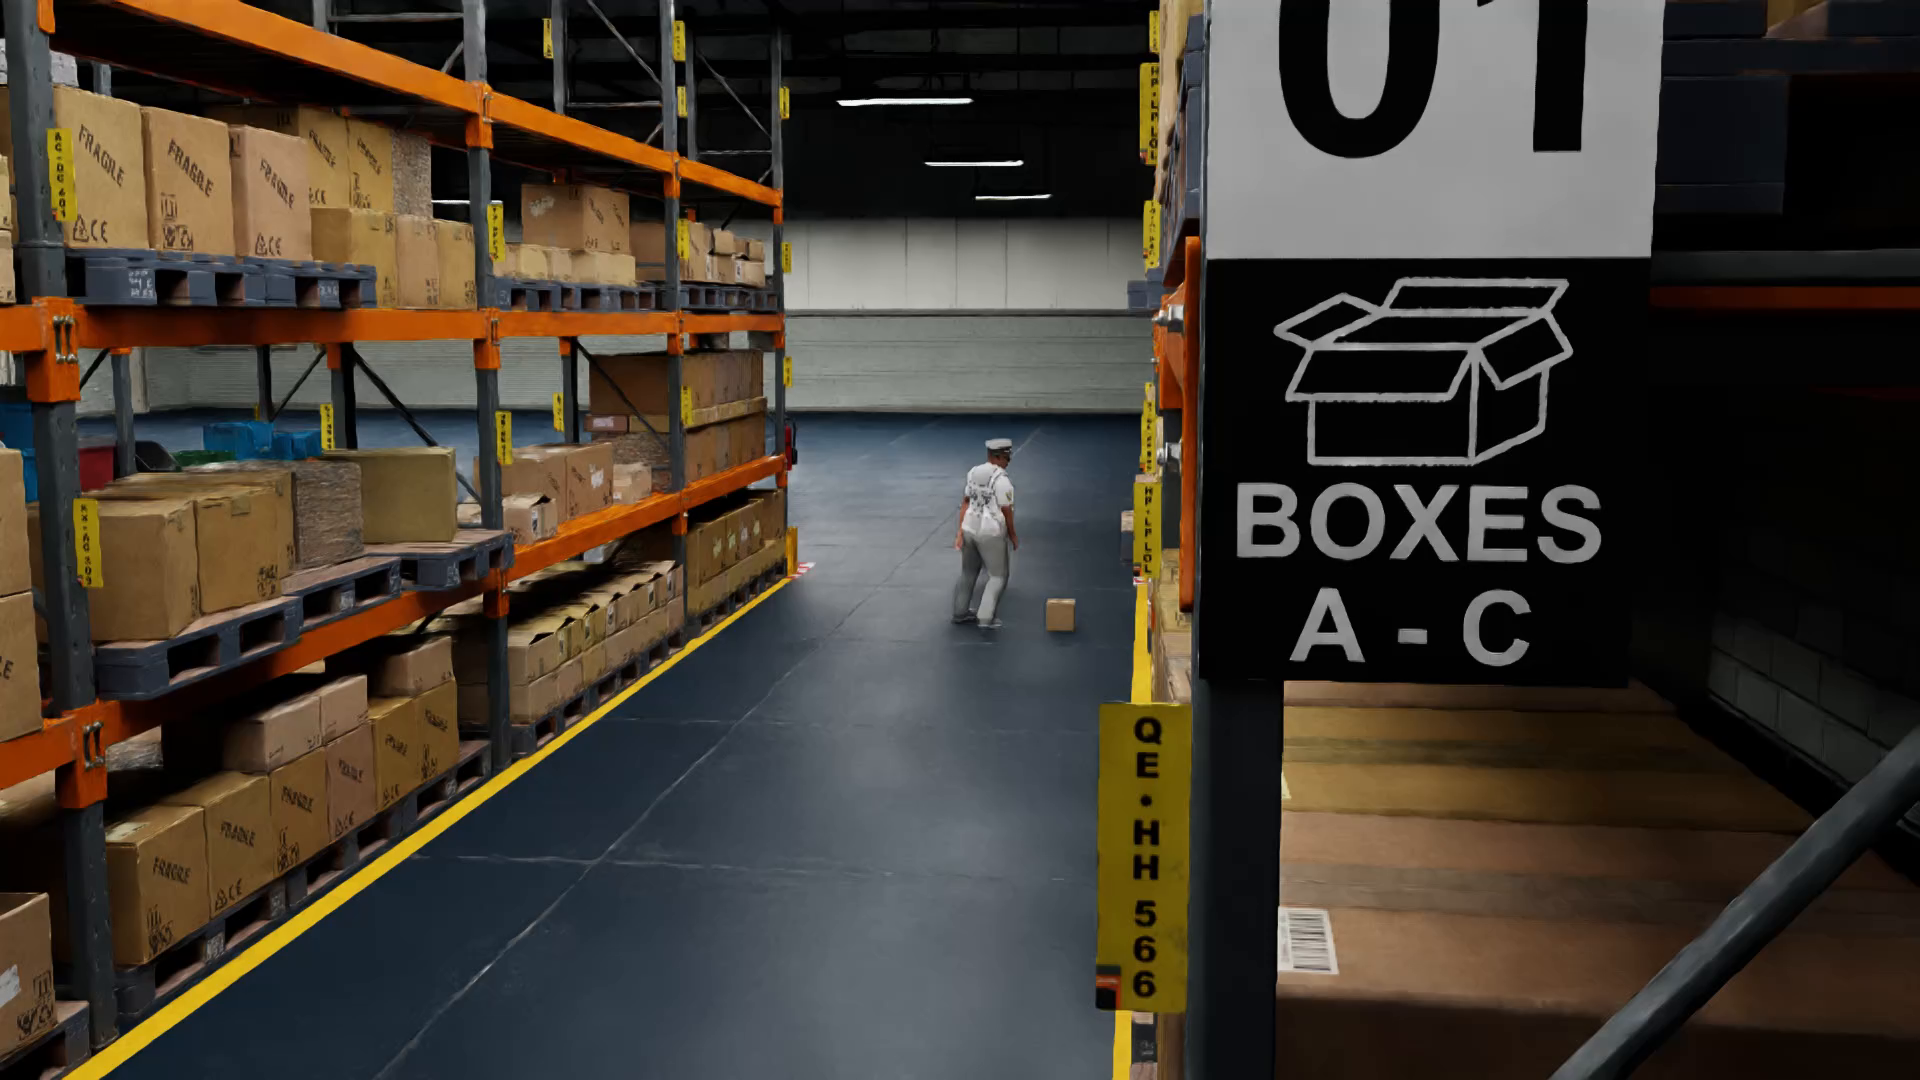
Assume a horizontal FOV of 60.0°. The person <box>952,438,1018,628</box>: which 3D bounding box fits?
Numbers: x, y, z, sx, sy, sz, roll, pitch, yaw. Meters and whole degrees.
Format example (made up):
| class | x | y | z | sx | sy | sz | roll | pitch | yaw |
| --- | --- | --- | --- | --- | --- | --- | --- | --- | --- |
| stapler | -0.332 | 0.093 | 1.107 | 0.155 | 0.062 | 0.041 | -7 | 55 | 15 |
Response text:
| class | x | y | z | sx | sy | sz | roll | pitch | yaw |
| --- | --- | --- | --- | --- | --- | --- | --- | --- | --- |
| person | 0.172 | -0.065 | 14.895 | 0.603 | 1.695 | 0.827 | -6 | 10 | -39 |
